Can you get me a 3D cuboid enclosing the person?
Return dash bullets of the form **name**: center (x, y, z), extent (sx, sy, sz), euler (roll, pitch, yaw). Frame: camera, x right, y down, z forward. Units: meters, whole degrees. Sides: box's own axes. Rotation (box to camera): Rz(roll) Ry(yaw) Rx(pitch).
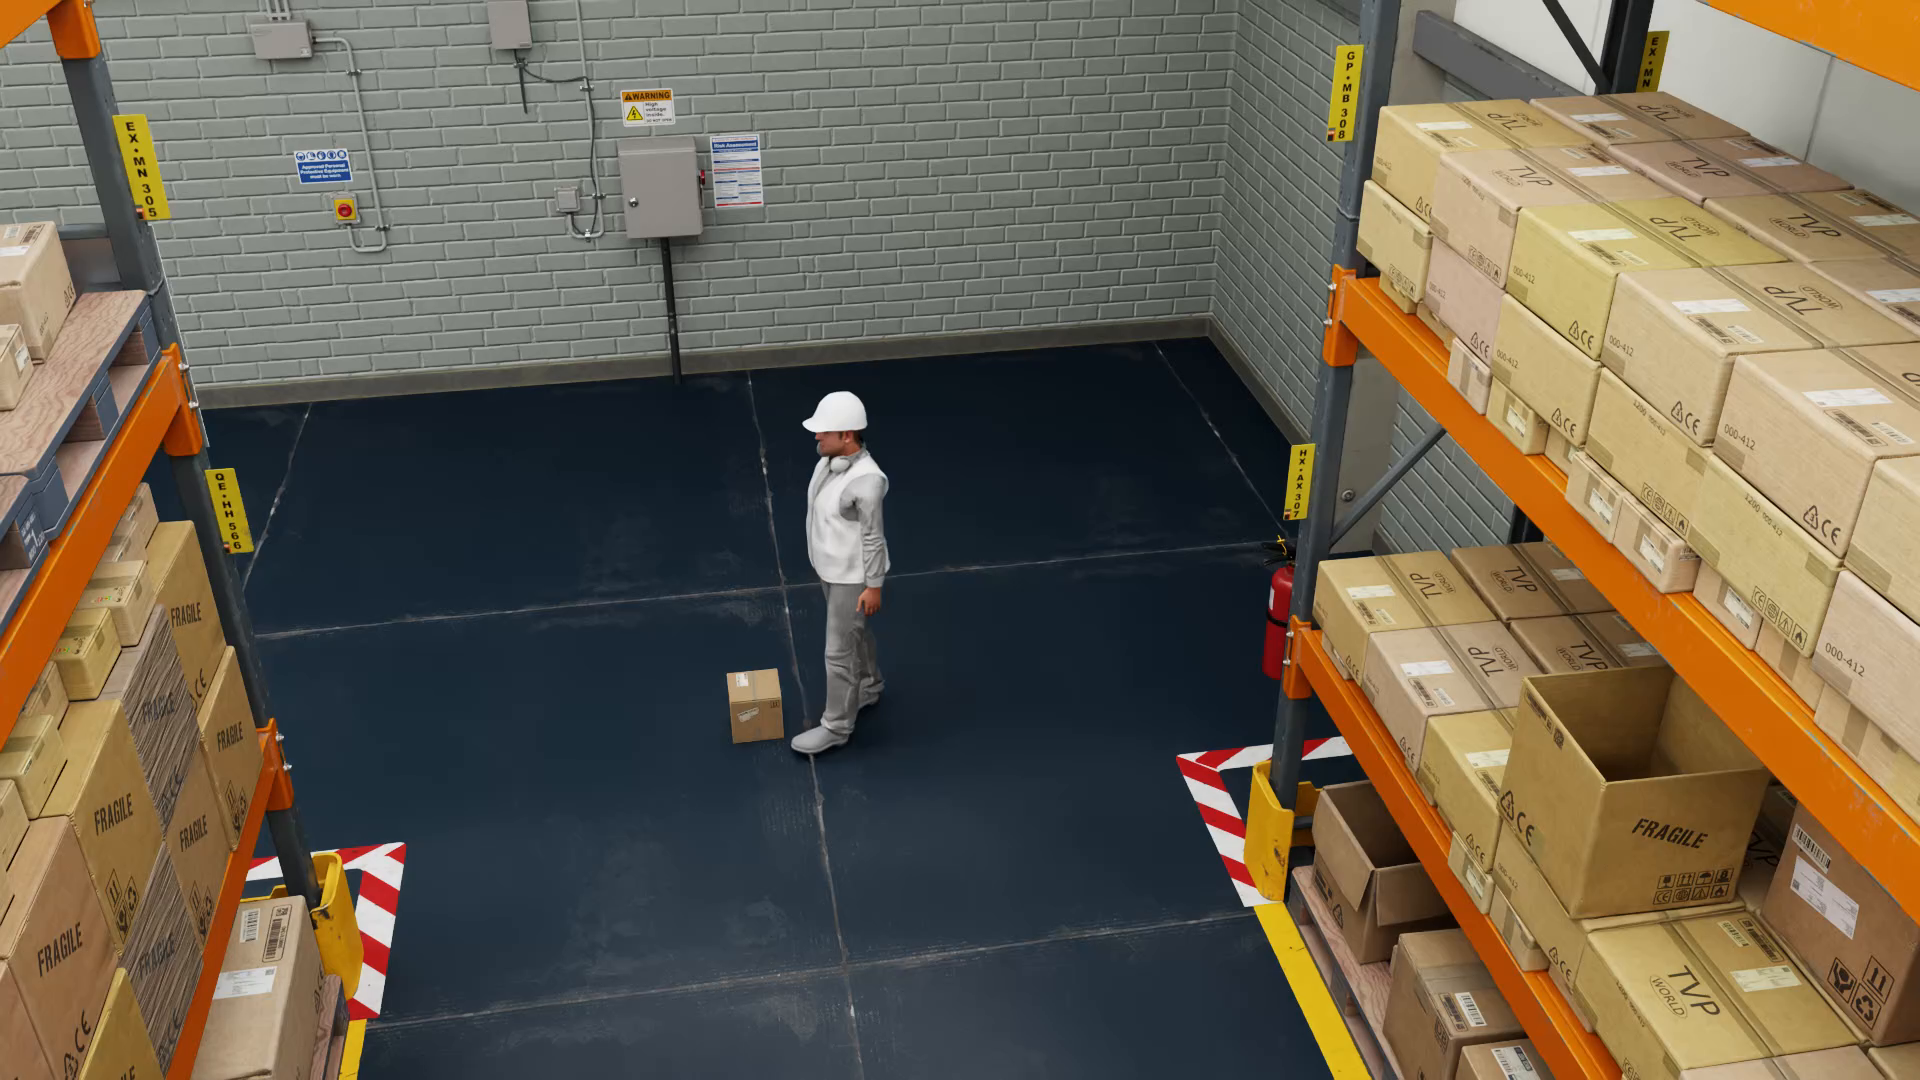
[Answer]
- **person**: center (-0.615, 0.139, 7.867), extent (0.590, 1.774, 0.565), euler (-12, 33, -20)
